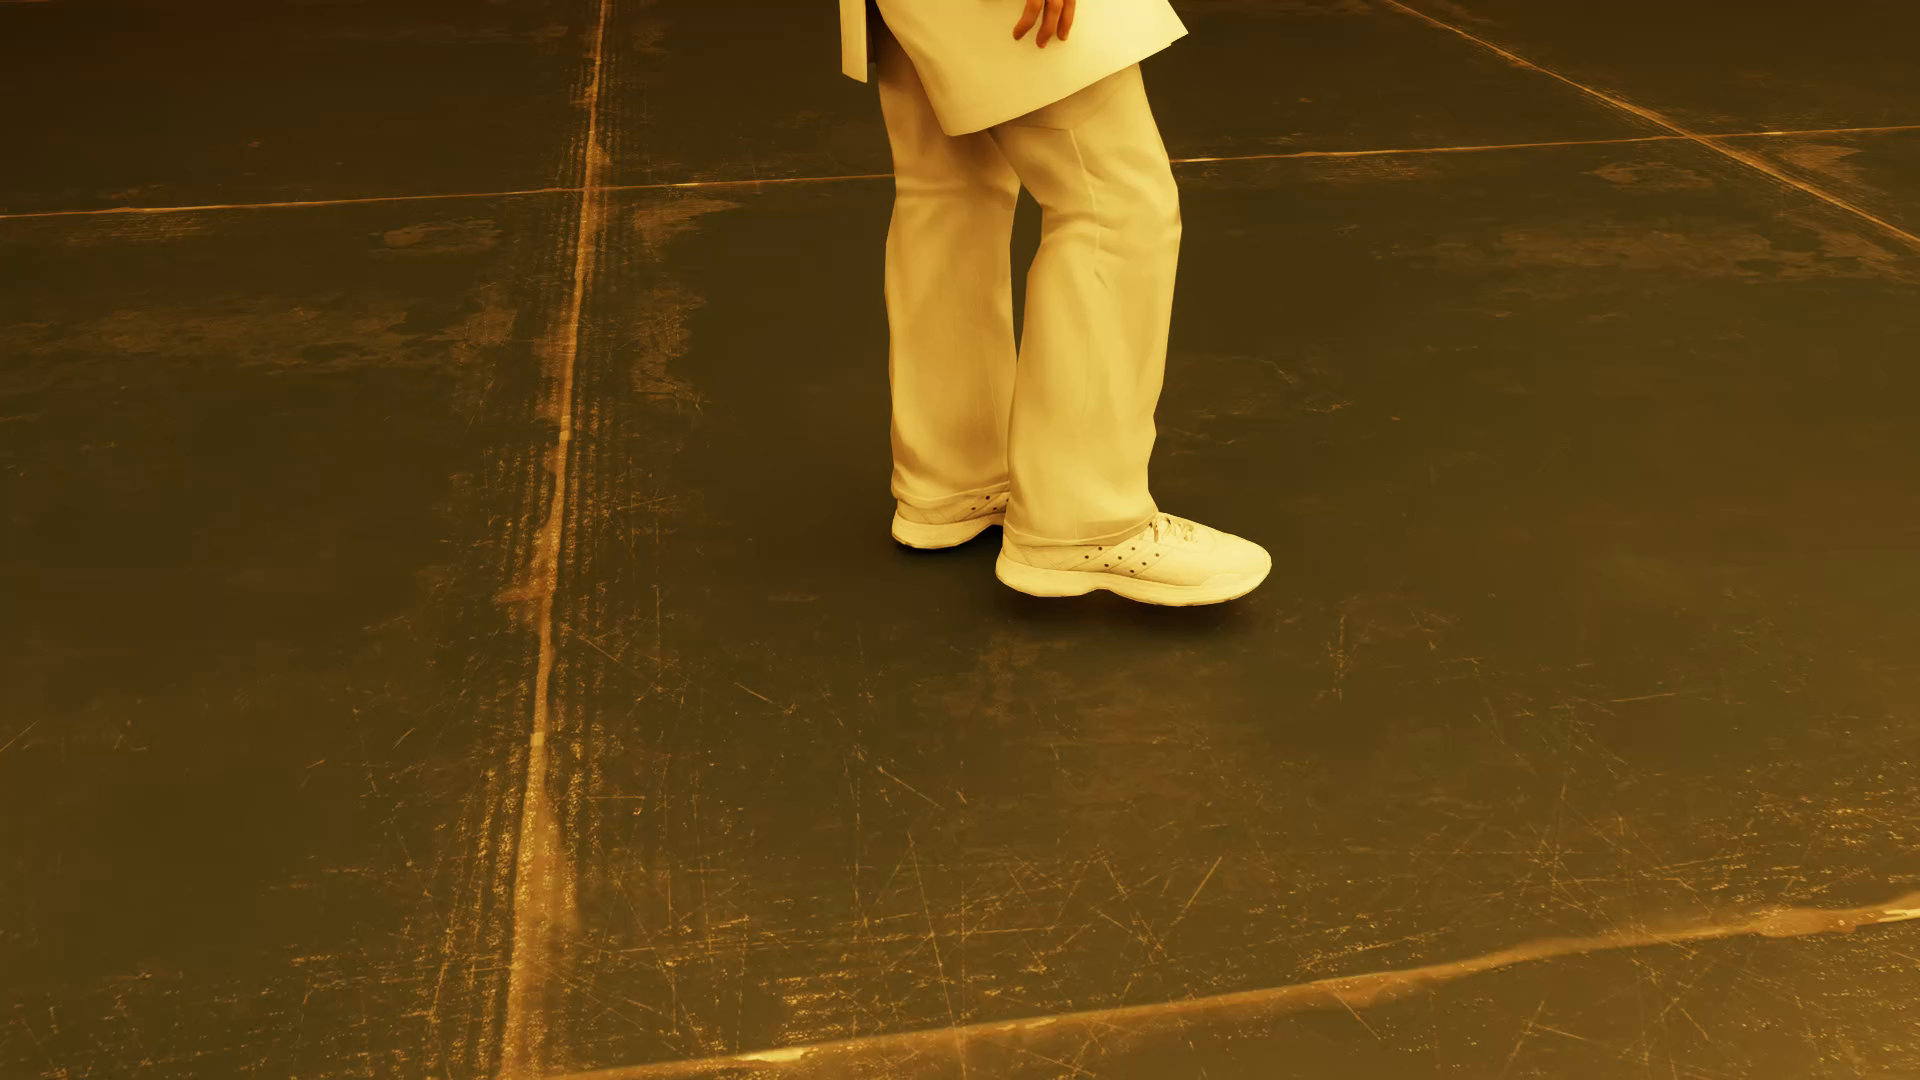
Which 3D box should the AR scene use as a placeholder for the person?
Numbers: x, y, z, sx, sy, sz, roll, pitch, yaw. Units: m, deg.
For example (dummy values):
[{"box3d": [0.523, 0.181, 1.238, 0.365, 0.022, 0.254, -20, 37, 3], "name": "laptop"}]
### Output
[{"box3d": [0.091, -0.797, 2.091, 0.579, 1.778, 0.696, -5, 28, -9], "name": "person"}]
